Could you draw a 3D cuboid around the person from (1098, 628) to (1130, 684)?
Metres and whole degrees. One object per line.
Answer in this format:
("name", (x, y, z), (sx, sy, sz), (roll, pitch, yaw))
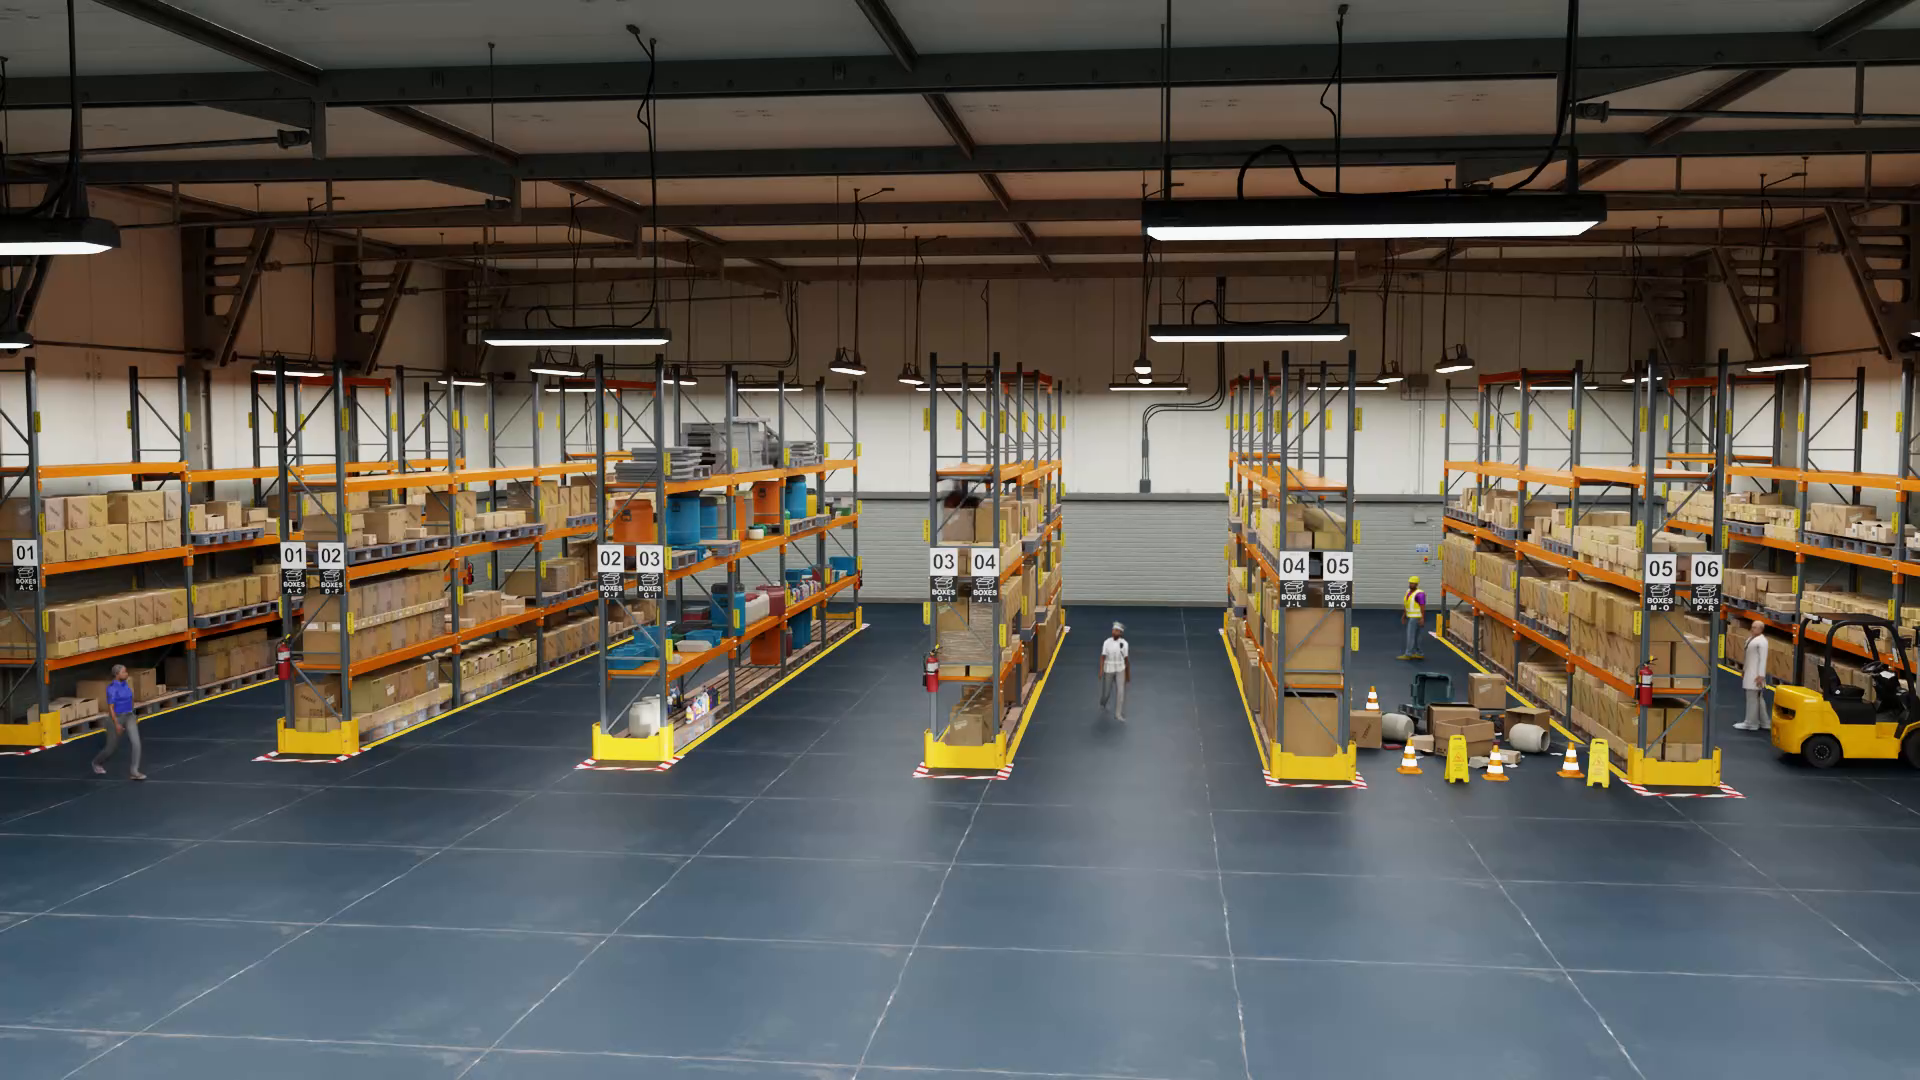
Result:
("person", (2.580, 1.928, 27.900), (0.558, 0.999, 0.369), (-1, 4, -7))

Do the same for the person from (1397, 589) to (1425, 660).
("person", (9.517, 1.781, 35.208), (0.624, 1.479, 0.584), (0, 4, 2))

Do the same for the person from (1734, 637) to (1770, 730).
("person", (12.968, 2.318, 27.164), (0.513, 1.539, 0.490), (2, 5, 31))

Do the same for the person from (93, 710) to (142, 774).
("person", (-11.827, 2.828, 23.360), (0.703, 0.905, 0.386), (2, 5, 30))
